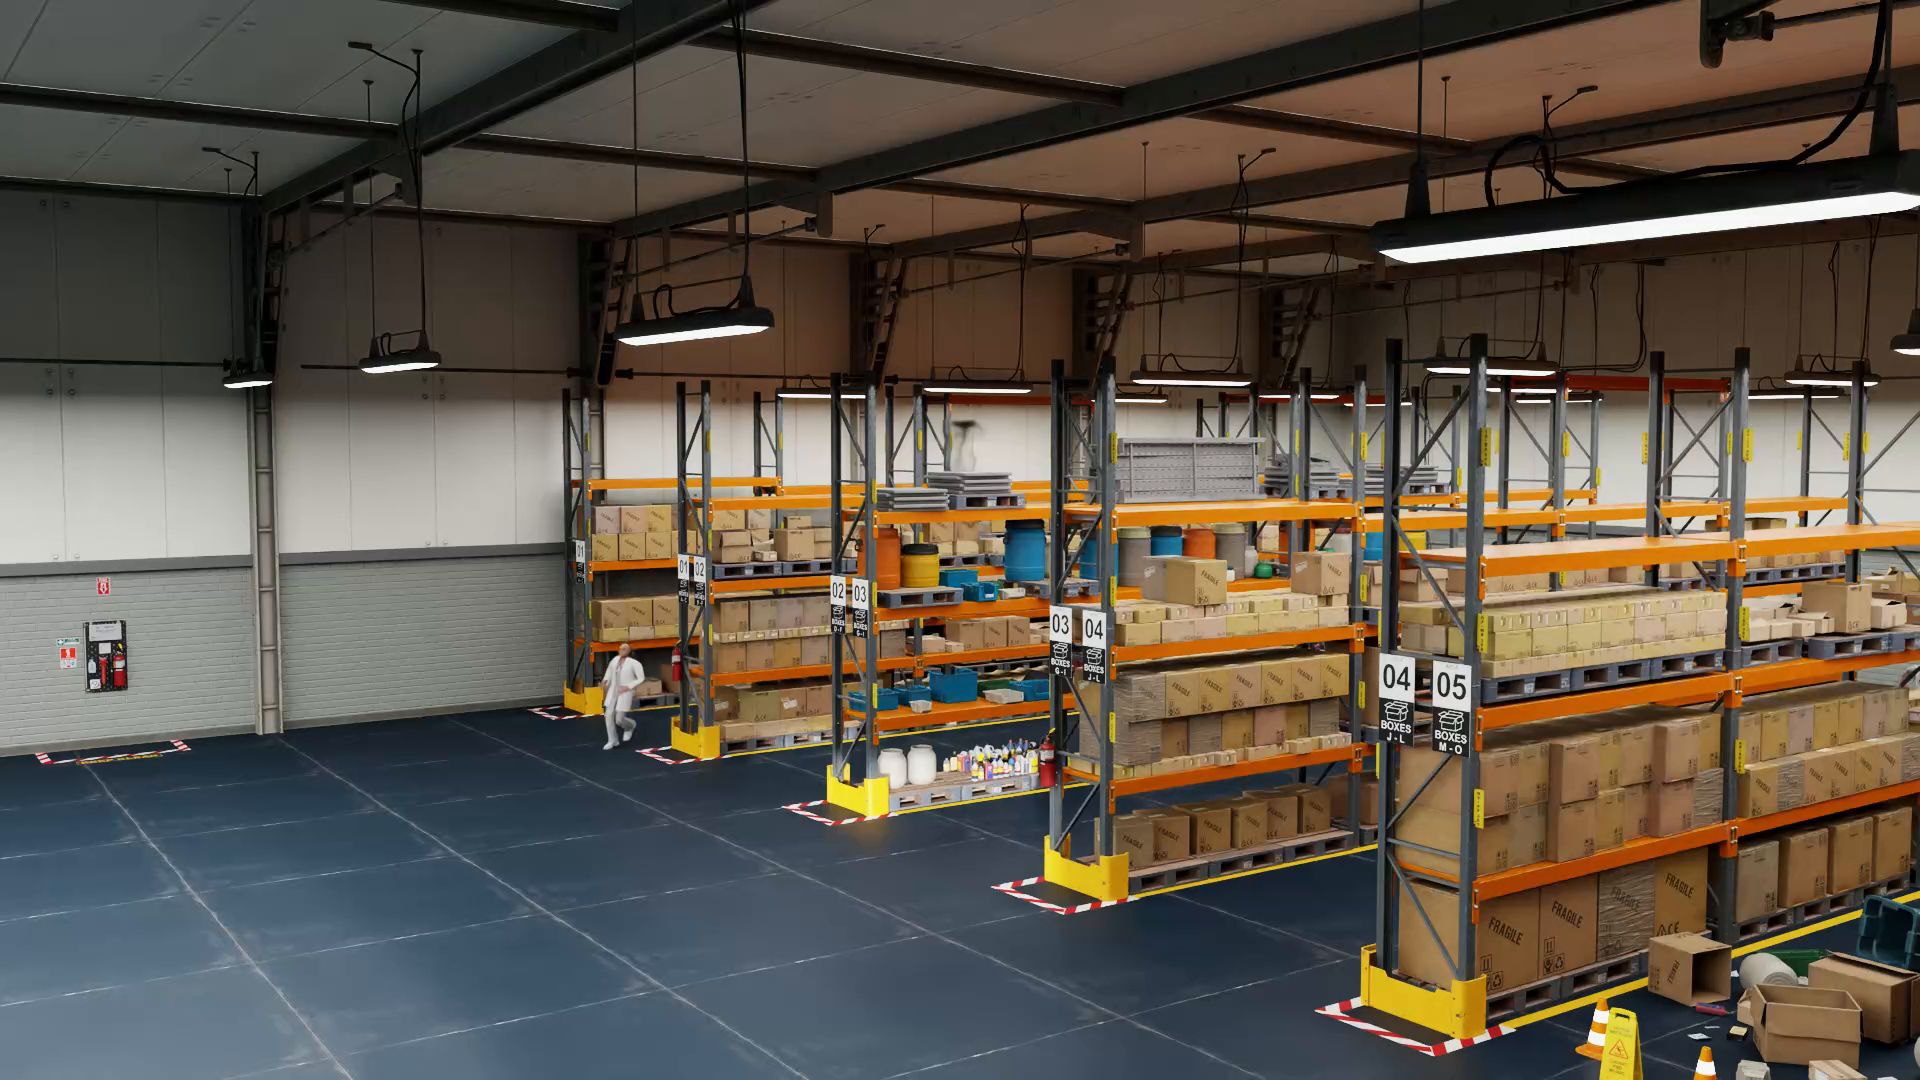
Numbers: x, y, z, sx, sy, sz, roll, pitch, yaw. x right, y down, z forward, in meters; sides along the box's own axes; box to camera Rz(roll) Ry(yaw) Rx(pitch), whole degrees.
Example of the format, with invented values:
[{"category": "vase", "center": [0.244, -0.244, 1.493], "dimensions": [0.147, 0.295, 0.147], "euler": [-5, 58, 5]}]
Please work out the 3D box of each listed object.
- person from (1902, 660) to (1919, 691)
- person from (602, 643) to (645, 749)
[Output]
[{"category": "person", "center": [15.522, 2.607, 26.633], "dimensions": [0.756, 1.768, 0.768], "euler": [2, 4, 27]}, {"category": "person", "center": [-5.533, 2.556, 27.434], "dimensions": [0.753, 1.735, 0.756], "euler": [2, 4, 25]}]
